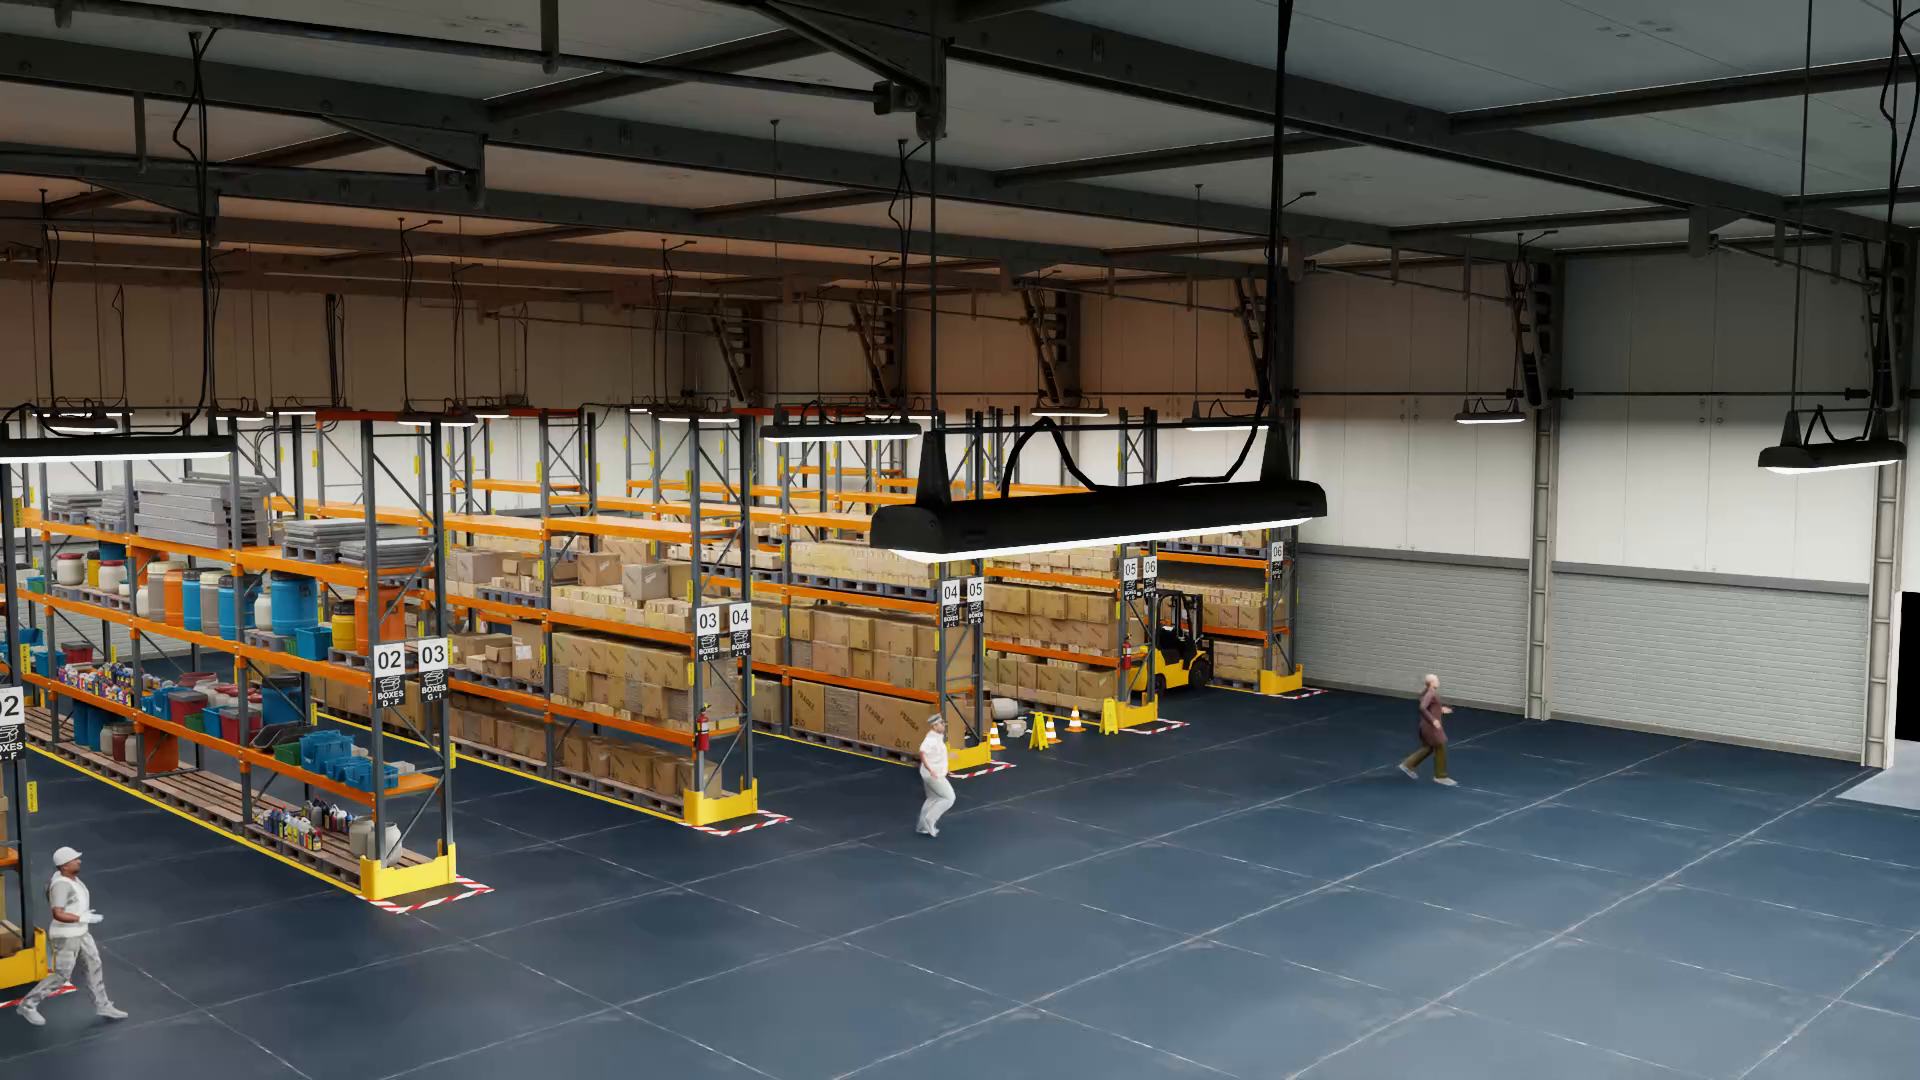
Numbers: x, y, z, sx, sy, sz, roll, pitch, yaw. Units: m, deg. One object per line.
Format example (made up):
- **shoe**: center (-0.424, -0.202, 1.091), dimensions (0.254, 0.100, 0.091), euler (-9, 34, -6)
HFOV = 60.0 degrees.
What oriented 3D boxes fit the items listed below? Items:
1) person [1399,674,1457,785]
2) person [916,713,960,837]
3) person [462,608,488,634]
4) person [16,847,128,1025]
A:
- **person**: center (7.581, 3.058, 26.871), dimensions (0.922, 1.793, 0.705), euler (0, 5, 4)
- **person**: center (-0.308, 3.350, 23.824), dimensions (0.647, 1.762, 0.638), euler (-1, 5, -7)
- **person**: center (-10.348, 2.294, 35.742), dimensions (0.601, 1.739, 0.649), euler (5, 7, 44)
- **person**: center (-8.900, 3.956, 16.646), dimensions (0.993, 1.786, 0.719), euler (-1, 5, -16)
